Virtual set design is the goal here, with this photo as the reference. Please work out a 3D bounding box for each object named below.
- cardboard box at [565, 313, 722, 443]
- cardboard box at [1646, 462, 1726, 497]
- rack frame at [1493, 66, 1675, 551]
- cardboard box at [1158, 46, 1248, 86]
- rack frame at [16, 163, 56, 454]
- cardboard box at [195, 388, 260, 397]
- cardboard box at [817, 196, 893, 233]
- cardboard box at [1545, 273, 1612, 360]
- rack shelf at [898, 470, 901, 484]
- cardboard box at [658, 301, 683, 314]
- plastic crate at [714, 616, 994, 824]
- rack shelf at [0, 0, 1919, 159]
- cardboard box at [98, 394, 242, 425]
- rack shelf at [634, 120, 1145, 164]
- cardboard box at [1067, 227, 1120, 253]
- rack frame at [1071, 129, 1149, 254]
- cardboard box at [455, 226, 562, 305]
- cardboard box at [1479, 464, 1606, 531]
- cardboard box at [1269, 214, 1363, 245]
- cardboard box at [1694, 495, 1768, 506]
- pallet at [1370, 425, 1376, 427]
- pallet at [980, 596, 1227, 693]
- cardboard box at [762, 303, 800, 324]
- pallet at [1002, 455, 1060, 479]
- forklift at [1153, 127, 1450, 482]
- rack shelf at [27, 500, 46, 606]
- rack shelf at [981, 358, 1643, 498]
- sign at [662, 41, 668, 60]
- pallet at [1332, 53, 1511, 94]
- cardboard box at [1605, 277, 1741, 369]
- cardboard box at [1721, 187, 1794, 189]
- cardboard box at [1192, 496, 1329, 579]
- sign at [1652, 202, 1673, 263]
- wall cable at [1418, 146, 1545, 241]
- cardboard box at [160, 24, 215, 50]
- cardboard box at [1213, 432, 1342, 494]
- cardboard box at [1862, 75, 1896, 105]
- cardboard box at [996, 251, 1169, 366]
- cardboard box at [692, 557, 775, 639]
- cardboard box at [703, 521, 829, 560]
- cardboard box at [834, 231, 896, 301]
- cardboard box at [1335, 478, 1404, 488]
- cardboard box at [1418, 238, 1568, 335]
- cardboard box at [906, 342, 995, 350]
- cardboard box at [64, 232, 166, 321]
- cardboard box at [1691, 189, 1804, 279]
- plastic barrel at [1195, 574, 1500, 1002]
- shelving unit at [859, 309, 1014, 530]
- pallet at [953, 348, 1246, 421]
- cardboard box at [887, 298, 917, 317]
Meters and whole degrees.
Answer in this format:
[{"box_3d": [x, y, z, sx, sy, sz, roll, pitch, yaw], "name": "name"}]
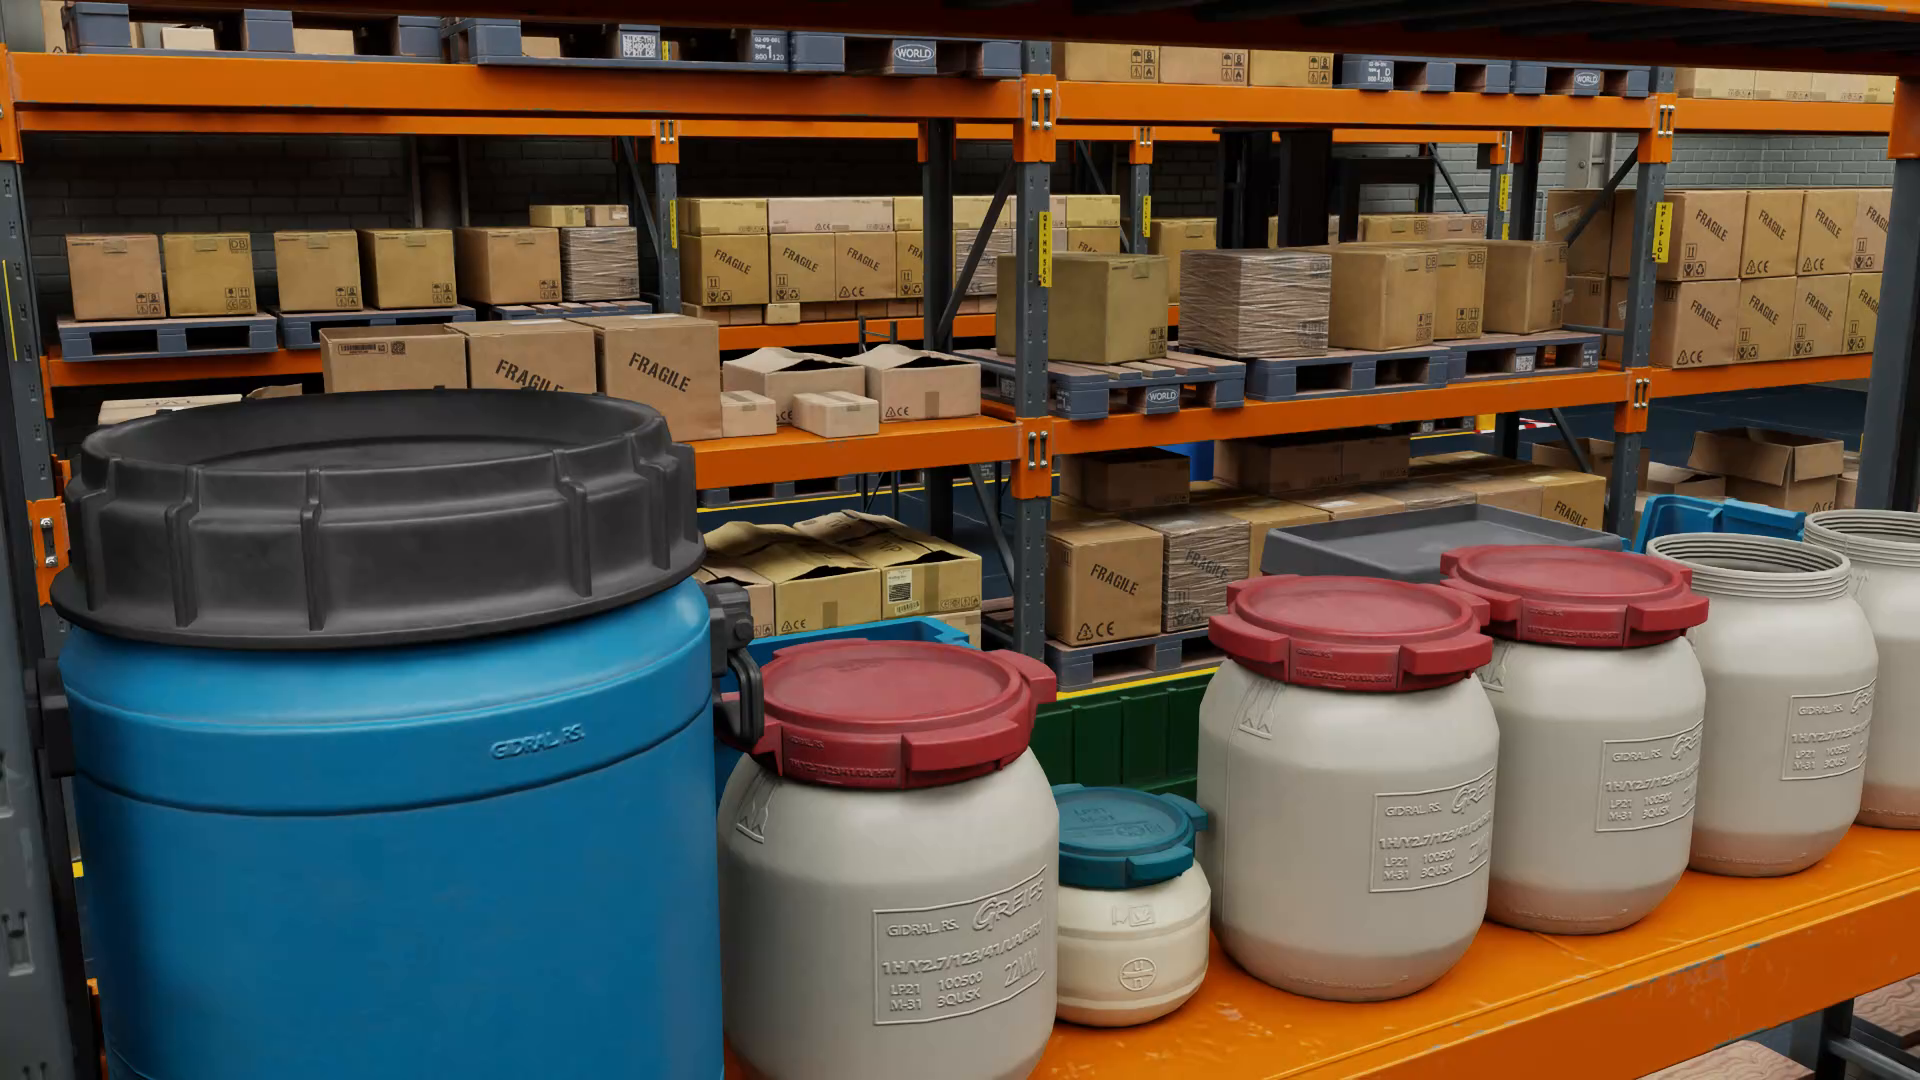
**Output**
[{"box_3d": [-1.358, -0.693, 7.129, 0.500, 0.500, 0.500, -8, 15, -31], "name": "cardboard box"}, {"box_3d": [4.641, -0.341, 10.914, 0.500, 0.311, 0.500, -7, 14, -28], "name": "cardboard box"}, {"box_3d": [3.618, -1.245, 9.808, 0.127, 3.000, 1.000, -7, 14, -28], "name": "rack frame"}, {"box_3d": [0.922, -2.442, 8.069, 0.500, 0.500, 0.910, -7, 14, -28], "name": "cardboard box"}, {"box_3d": [-5.780, -1.357, 10.308, 0.127, 3.000, 1.000, -7, 14, -28], "name": "rack frame"}, {"box_3d": [-4.757, -0.846, 11.019, 0.500, 0.250, 0.500, -7, 15, -29], "name": "cardboard box"}, {"box_3d": [-0.839, -2.456, 12.530, 0.500, 0.250, 0.500, -7, 14, -27], "name": "cardboard box"}, {"box_3d": [3.934, -1.395, 10.250, 0.500, 0.500, 0.500, -7, 14, -27], "name": "cardboard box"}, {"box_3d": [-0.075, -0.547, 10.944, 1.000, 0.185, 0.538, -7, 14, -28], "name": "rack shelf"}, {"box_3d": [-2.106, -1.749, 12.575, 0.250, 0.149, 0.380, -7, 14, -27], "name": "cardboard box"}, {"box_3d": [-0.214, 0.384, 2.608, 0.575, 0.384, 0.392, -7, 14, -28], "name": "plastic crate"}, {"box_3d": [0.722, -0.771, 2.509, 4.000, 0.370, 1.077, -7, 14, -28], "name": "rack shelf"}, {"box_3d": [-2.992, -0.390, 6.352, 0.500, 0.250, 0.500, -6, 14, -24], "name": "cardboard box"}, {"box_3d": [-0.514, -3.101, 12.863, 4.000, 0.370, 1.077, -7, 14, -28], "name": "rack shelf"}, {"box_3d": [0.957, -2.305, 13.570, 0.500, 0.500, 0.500, -7, 15, -29], "name": "cardboard box"}, {"box_3d": [1.242, -2.199, 14.048, 0.127, 3.000, 1.000, -7, 14, -28], "name": "rack frame"}, {"box_3d": [-3.155, -1.926, 11.606, 0.500, 0.500, 0.700, -8, 15, -33], "name": "cardboard box"}, {"box_3d": [3.323, -0.133, 9.558, 0.500, 0.500, 0.500, -7, 14, -28], "name": "cardboard box"}, {"box_3d": [3.003, -2.553, 14.940, 0.700, 0.700, 0.980, -8, 15, -31], "name": "cardboard box"}, {"box_3d": [4.845, -0.172, 10.494, 0.250, 0.166, 0.380, -7, 14, -28], "name": "cardboard box"}, {"box_3d": [3.019, -1.033, 15.217, 1.213, 0.211, 1.003, -7, 14, -28], "name": "pallet"}, {"box_3d": [0.781, 0.465, 8.561, 1.213, 0.211, 1.003, -7, 14, -28], "name": "pallet"}, {"box_3d": [-1.370, -1.692, 12.321, 0.250, 0.149, 0.380, -6, 14, -26], "name": "cardboard box"}, {"box_3d": [0.600, -0.743, 13.929, 1.213, 0.211, 1.003, -7, 14, -28], "name": "pallet"}, {"box_3d": [2.649, -1.697, 11.974, 3.031, 2.935, 1.130, -6, 14, -25], "name": "forklift"}, {"box_3d": [-5.159, 0.158, 5.212, 4.000, 0.370, 1.077, -7, 14, -28], "name": "rack shelf"}, {"box_3d": [1.863, -0.683, 8.952, 4.000, 0.370, 1.077, -7, 14, -28], "name": "rack shelf"}, {"box_3d": [-2.011, -3.389, 11.326, 0.005, 0.325, 0.100, -7, 14, -28], "name": "sign"}, {"box_3d": [2.104, -2.452, 8.767, 1.003, 0.211, 1.213, -7, 14, -28], "name": "pallet"}, {"box_3d": [4.196, -1.295, 9.802, 0.500, 0.500, 0.500, -6, 14, -26], "name": "cardboard box"}, {"box_3d": [5.271, -2.044, 10.856, 0.500, 0.500, 0.500, -7, 14, -28], "name": "cardboard box"}, {"box_3d": [1.543, 0.080, 8.612, 0.500, 0.500, 0.500, -7, 14, -29], "name": "cardboard box"}, {"box_3d": [3.887, -1.703, 9.207, 0.005, 0.325, 0.100, -7, 14, -28], "name": "sign"}, {"box_3d": [5.423, -3.432, 17.215, 1.851, 1.984, 0.084, -7, 14, -28], "name": "wall cable"}, {"box_3d": [-4.722, -3.089, 10.417, 0.500, 0.311, 0.500, -6, 14, -26], "name": "cardboard box"}, {"box_3d": [1.759, -0.444, 9.232, 0.500, 0.250, 0.500, -7, 15, -29], "name": "cardboard box"}, {"box_3d": [5.481, -2.796, 10.210, 0.500, 0.250, 0.500, -7, 14, -28], "name": "cardboard box"}, {"box_3d": [0.606, -1.165, 8.272, 0.700, 0.500, 0.500, 11, 17, 41], "name": "cardboard box"}, {"box_3d": [-1.132, 0.250, 7.194, 0.500, 0.311, 0.500, -7, 14, -28], "name": "cardboard box"}, {"box_3d": [-0.950, 0.095, 7.886, 0.500, 0.311, 0.500, -7, 15, -29], "name": "cardboard box"}, {"box_3d": [-0.820, -2.089, 12.608, 0.500, 0.500, 0.500, -7, 14, -28], "name": "cardboard box"}, {"box_3d": [2.172, -0.126, 9.530, 0.500, 0.500, 0.500, -7, 14, -27], "name": "cardboard box"}, {"box_3d": [3.095, -1.492, 9.721, 0.700, 0.500, 0.500, 11, 17, 41], "name": "cardboard box"}, {"box_3d": [-0.045, -1.167, 13.405, 0.750, 0.750, 0.750, -6, 14, -26], "name": "cardboard box"}, {"box_3d": [-5.317, -1.668, 10.458, 0.500, 0.500, 0.700, -7, 14, -28], "name": "cardboard box"}, {"box_3d": [4.619, -1.831, 9.908, 0.500, 0.500, 0.500, -7, 15, -30], "name": "cardboard box"}, {"box_3d": [0.555, 0.350, 2.412, 0.433, 0.535, 0.433, 0, 13, 0], "name": "plastic barrel"}, {"box_3d": [-0.075, -0.723, 10.905, 1.048, 1.500, 0.538, -7, 14, -28], "name": "shelving unit"}, {"box_3d": [0.669, -0.815, 8.336, 1.003, 0.211, 1.213, -7, 14, -28], "name": "pallet"}, {"box_3d": [-0.528, -1.819, 12.885, 0.250, 0.149, 0.380, -7, 14, -28], "name": "cardboard box"}]
